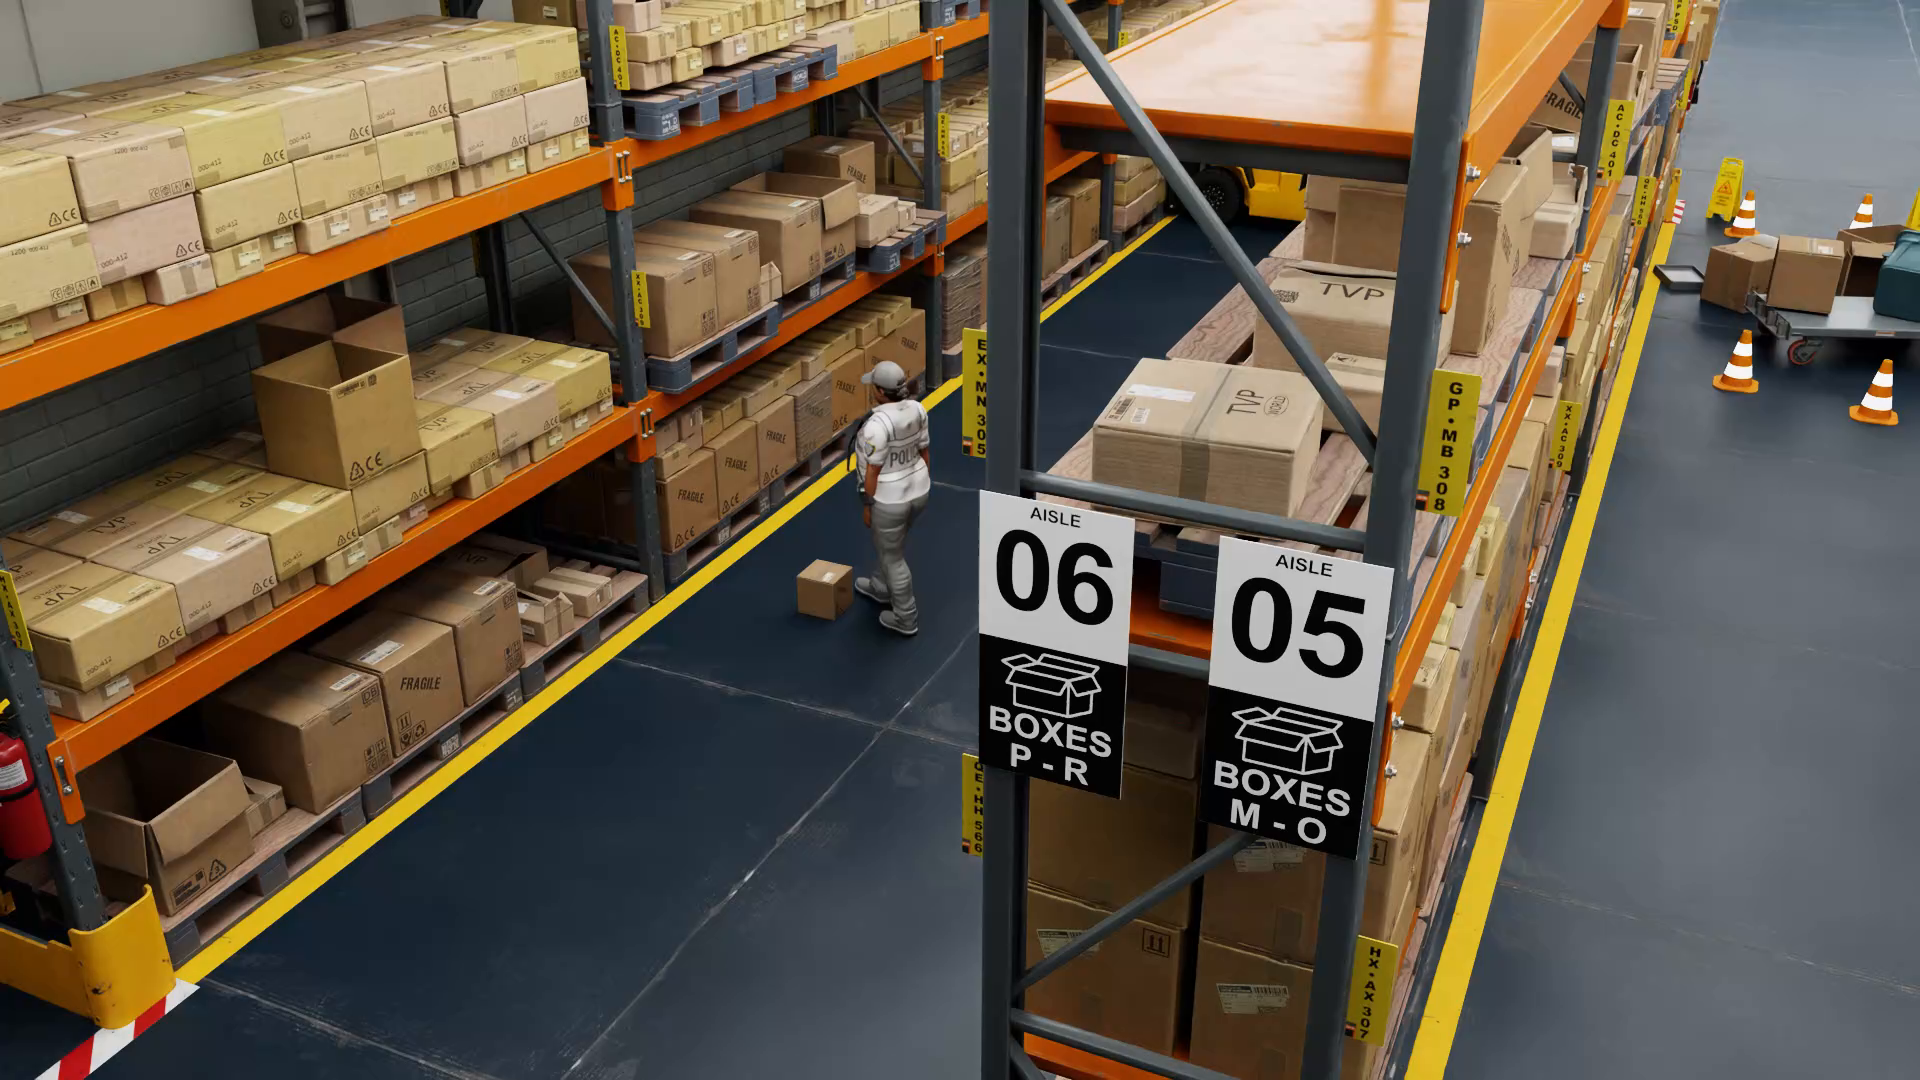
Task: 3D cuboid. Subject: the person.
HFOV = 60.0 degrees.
[{"bbox_3d":[-0.490,-0.284,9.673,0.650,1.653,0.481,18,31,31],"label":"person"}]
